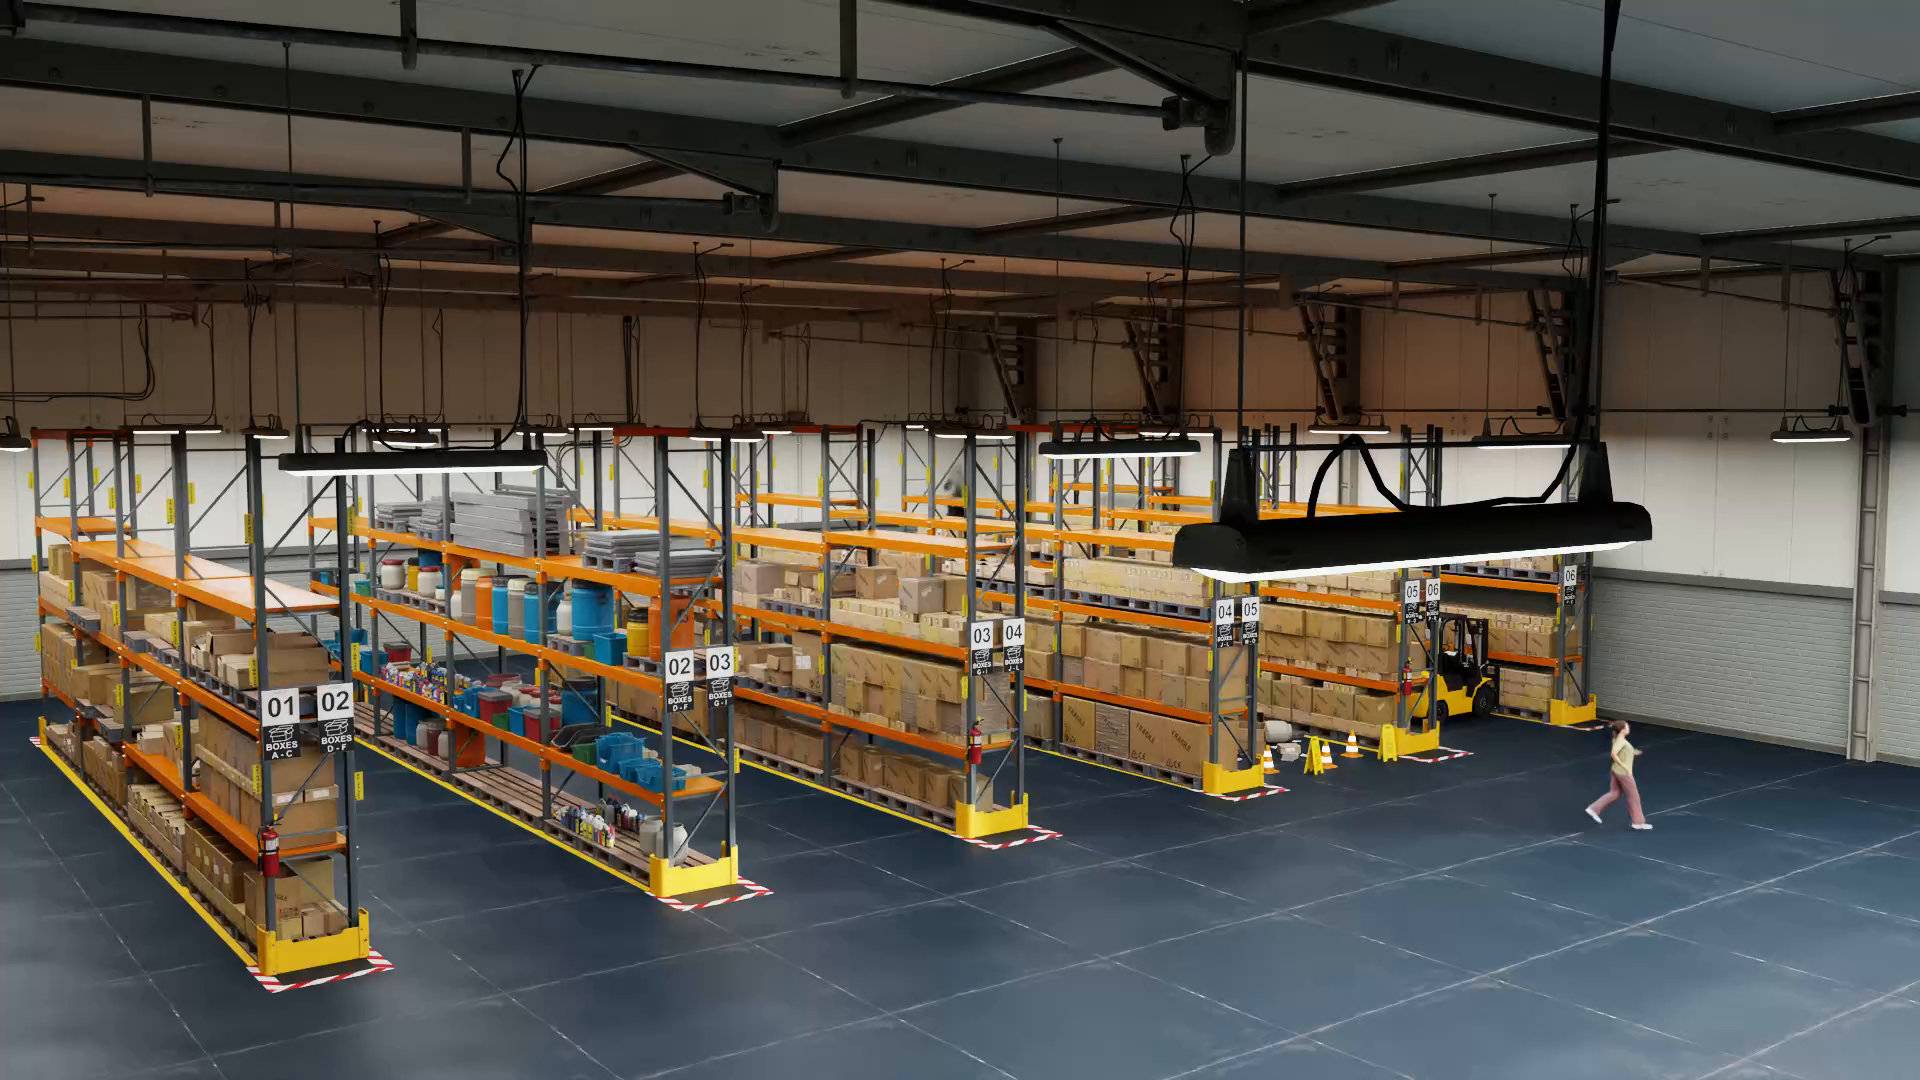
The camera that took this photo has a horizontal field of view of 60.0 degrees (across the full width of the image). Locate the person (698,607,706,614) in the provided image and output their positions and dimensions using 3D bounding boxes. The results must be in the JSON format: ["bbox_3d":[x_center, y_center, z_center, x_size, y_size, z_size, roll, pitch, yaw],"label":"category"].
[{"bbox_3d":[-6.295,2.391,40.310,0.603,1.608,0.628,2,5,26],"label":"person"}]

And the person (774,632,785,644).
[{"bbox_3d":[-4.647,2.197,41.960,1.114,1.652,0.747,2,5,28],"label":"person"}]

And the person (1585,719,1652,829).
[{"bbox_3d":[9.933,3.513,25.005,0.968,1.649,0.577,0,4,3],"label":"person"}]
